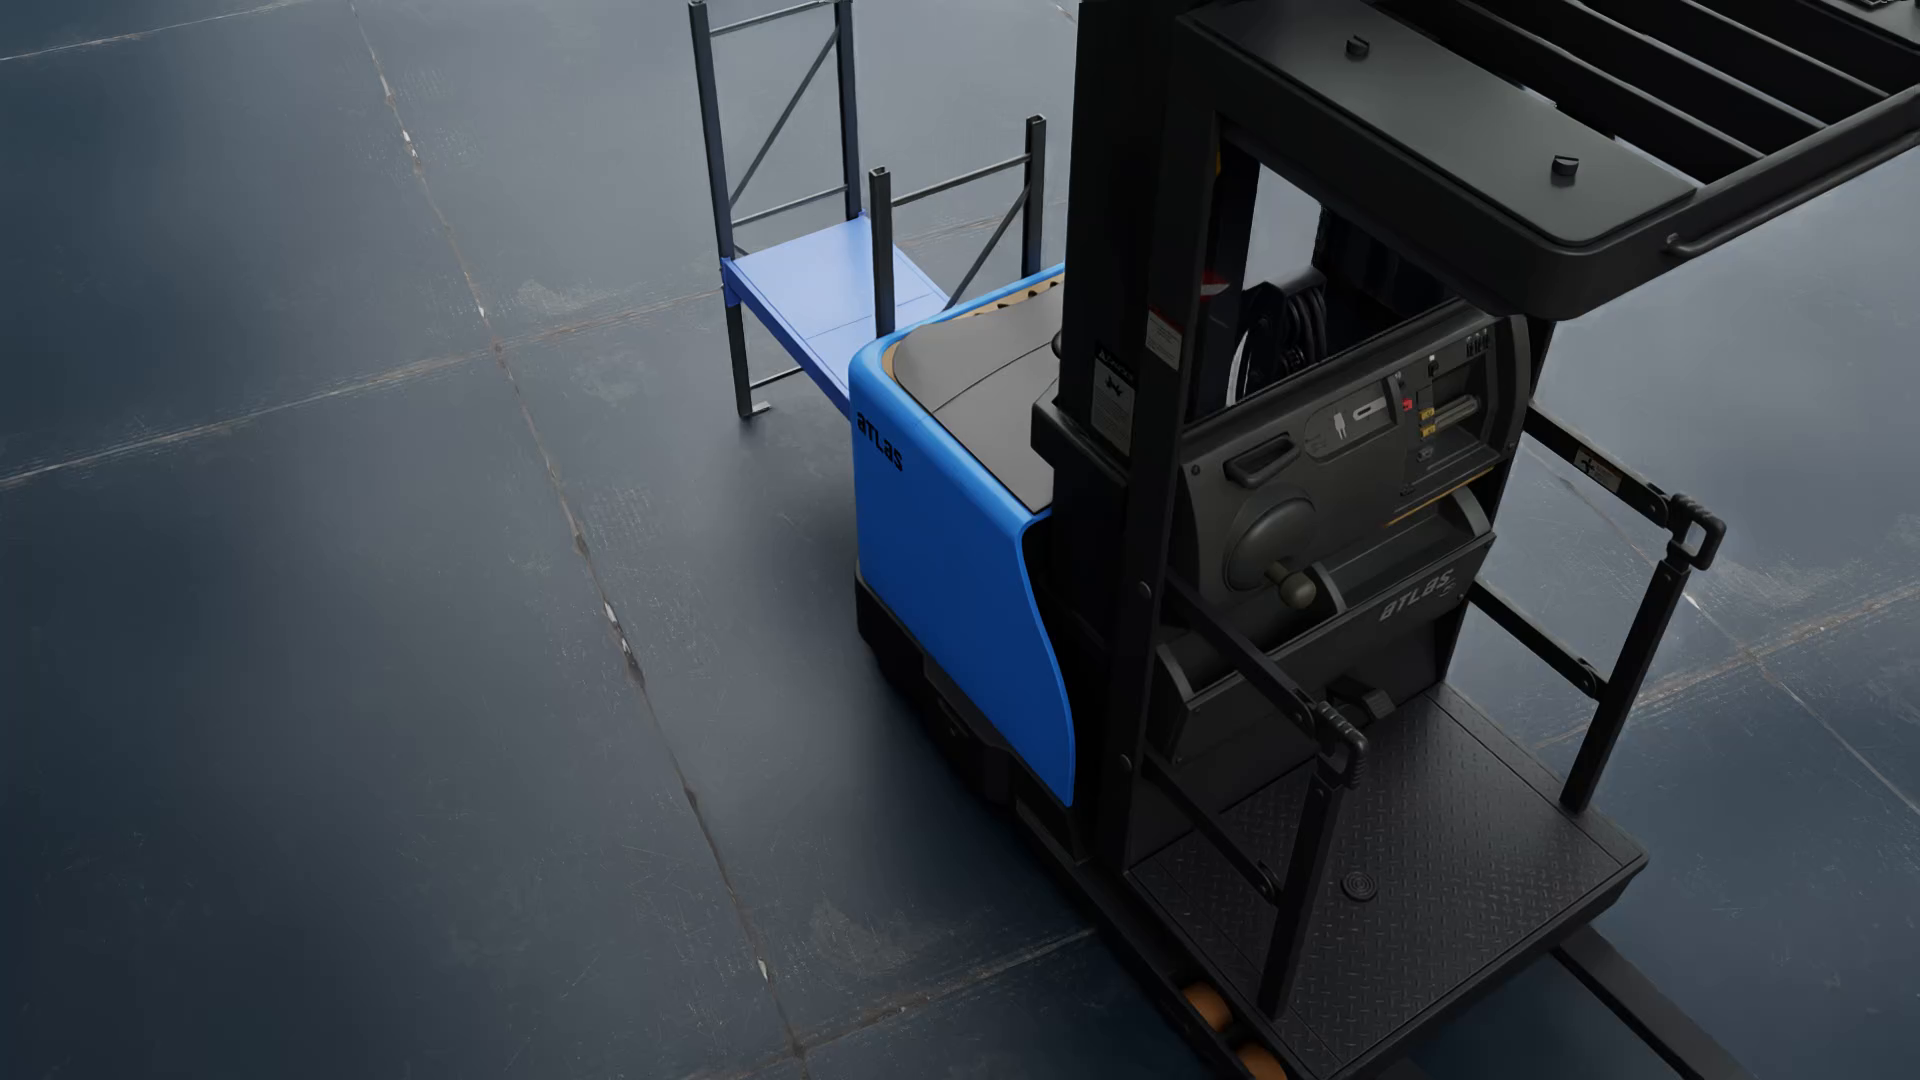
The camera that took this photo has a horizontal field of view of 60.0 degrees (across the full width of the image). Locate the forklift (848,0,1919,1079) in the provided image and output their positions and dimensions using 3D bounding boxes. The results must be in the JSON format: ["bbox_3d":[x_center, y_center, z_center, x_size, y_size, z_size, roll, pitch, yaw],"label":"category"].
[{"bbox_3d":[0.944,-0.095,3.260,1.130,2.935,3.031,-26,50,-24],"label":"forklift"}]

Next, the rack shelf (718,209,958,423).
[{"bbox_3d":[-0.270,-0.619,5.065,0.538,0.185,1.000,-24,49,-22],"label":"rack shelf"}]

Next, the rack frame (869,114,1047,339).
[{"bbox_3d":[-0.001,-0.444,4.632,0.500,1.500,0.032,-24,49,-22],"label":"rack frame"}]

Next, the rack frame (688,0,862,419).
[{"bbox_3d":[-0.539,-1.050,5.246,0.500,1.500,0.032,-24,49,-22],"label":"rack frame"}]

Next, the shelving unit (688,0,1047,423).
[{"bbox_3d":[-0.270,-0.747,4.939,0.538,1.500,1.048,-24,49,-22],"label":"shelving unit"}]
